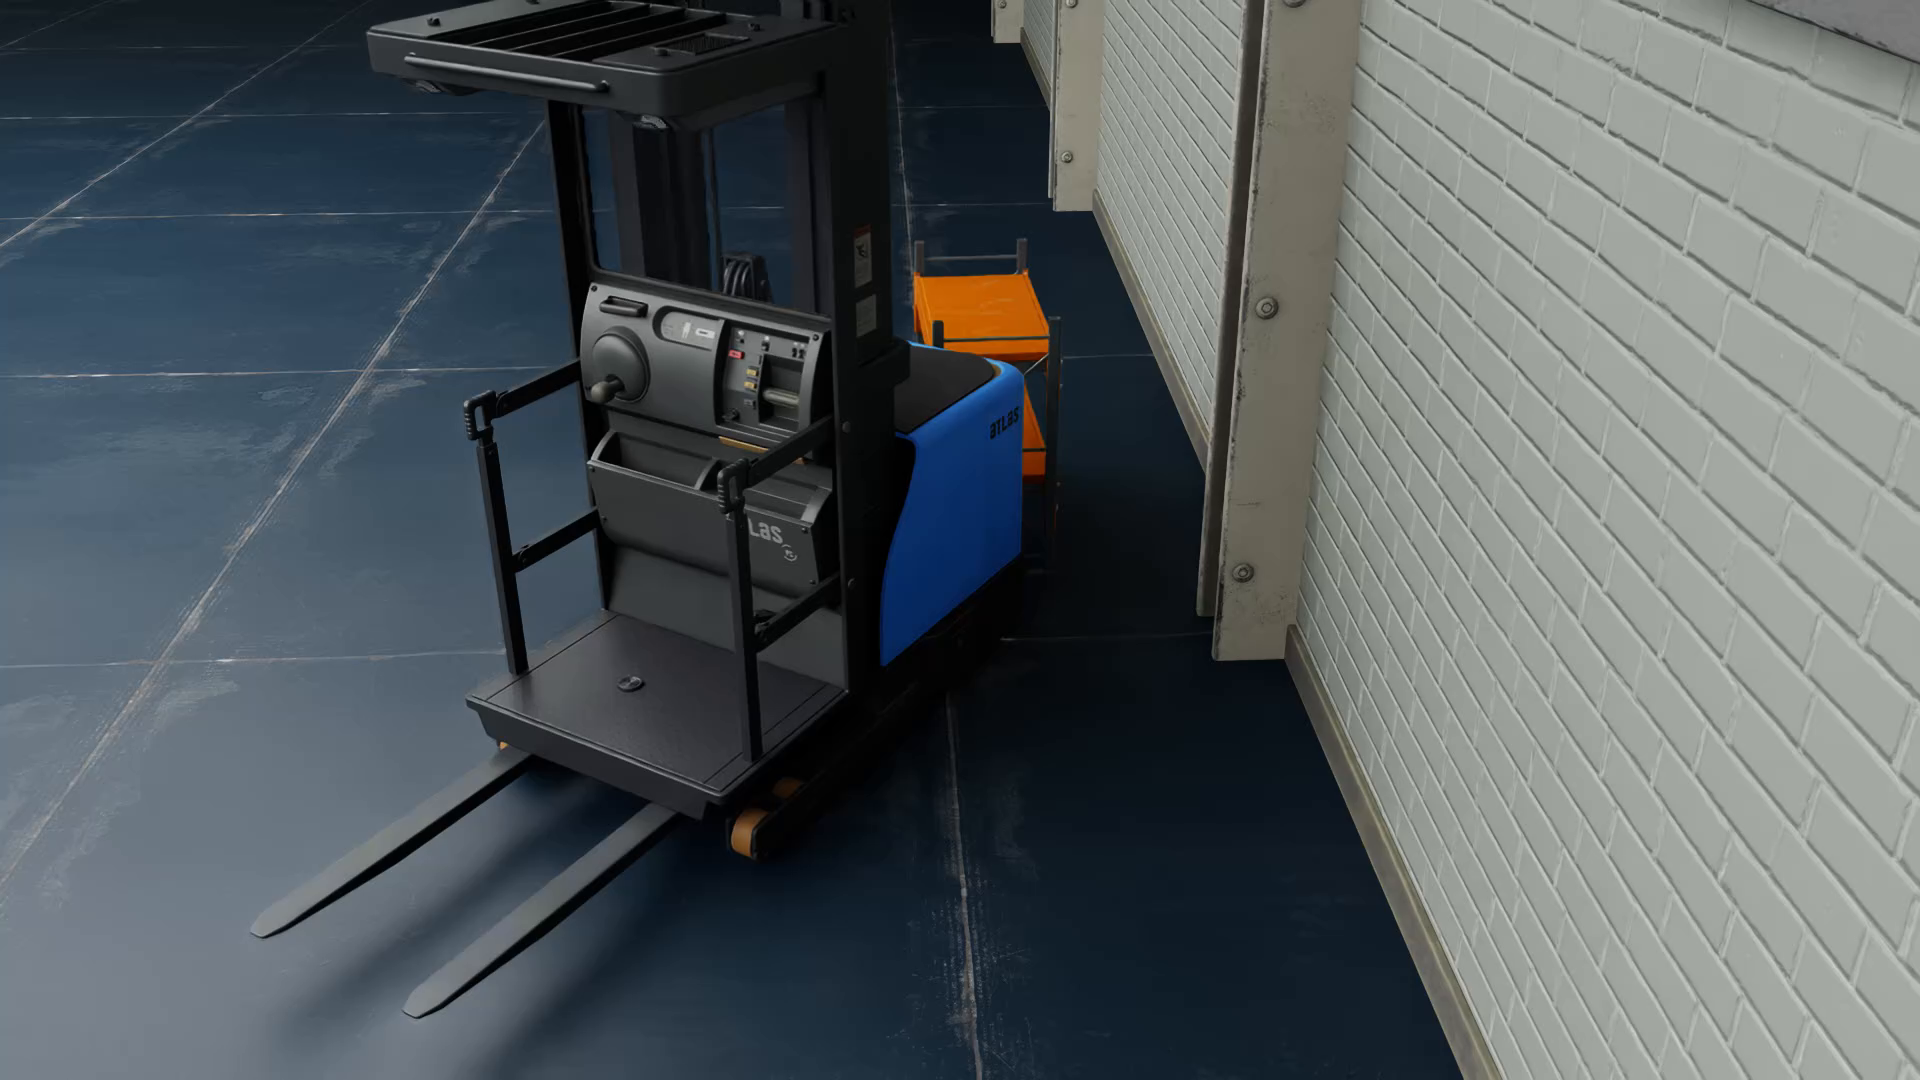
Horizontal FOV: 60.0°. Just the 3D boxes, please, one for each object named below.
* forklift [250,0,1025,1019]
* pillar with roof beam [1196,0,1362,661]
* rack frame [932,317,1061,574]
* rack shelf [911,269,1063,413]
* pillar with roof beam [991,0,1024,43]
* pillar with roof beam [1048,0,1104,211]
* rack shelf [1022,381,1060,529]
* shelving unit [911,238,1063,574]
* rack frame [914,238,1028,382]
[{"bbox_3d":[-0.933,-0.527,5.090,1.130,2.935,3.031,15,31,27],"label":"forklift"},{"bbox_3d":[-3.183,-3.520,4.267,9.100,9.000,0.400,-1,28,-3],"label":"pillar with roof beam"},{"bbox_3d":[0.142,-0.356,6.716,0.500,1.125,0.032,-2,28,-5],"label":"rack frame"},{"bbox_3d":[0.096,-0.849,7.029,0.538,0.278,1.000,-2,28,-5],"label":"rack shelf"},{"bbox_3d":[-3.810,-9.061,14.893,9.100,9.000,0.400,-1,28,-3],"label":"pillar with roof beam"},{"bbox_3d":[-3.497,-6.291,9.580,9.100,9.000,0.400,-1,28,-3],"label":"pillar with roof beam"},{"bbox_3d":[0.096,-0.373,7.278,0.538,0.278,1.000,-2,28,-5],"label":"rack shelf"},{"bbox_3d":[0.096,-0.590,7.165,0.538,1.125,1.048,-2,28,-5],"label":"shelving unit"},{"bbox_3d":[0.049,-0.824,7.613,0.500,1.125,0.032,-2,28,-5],"label":"rack frame"}]
